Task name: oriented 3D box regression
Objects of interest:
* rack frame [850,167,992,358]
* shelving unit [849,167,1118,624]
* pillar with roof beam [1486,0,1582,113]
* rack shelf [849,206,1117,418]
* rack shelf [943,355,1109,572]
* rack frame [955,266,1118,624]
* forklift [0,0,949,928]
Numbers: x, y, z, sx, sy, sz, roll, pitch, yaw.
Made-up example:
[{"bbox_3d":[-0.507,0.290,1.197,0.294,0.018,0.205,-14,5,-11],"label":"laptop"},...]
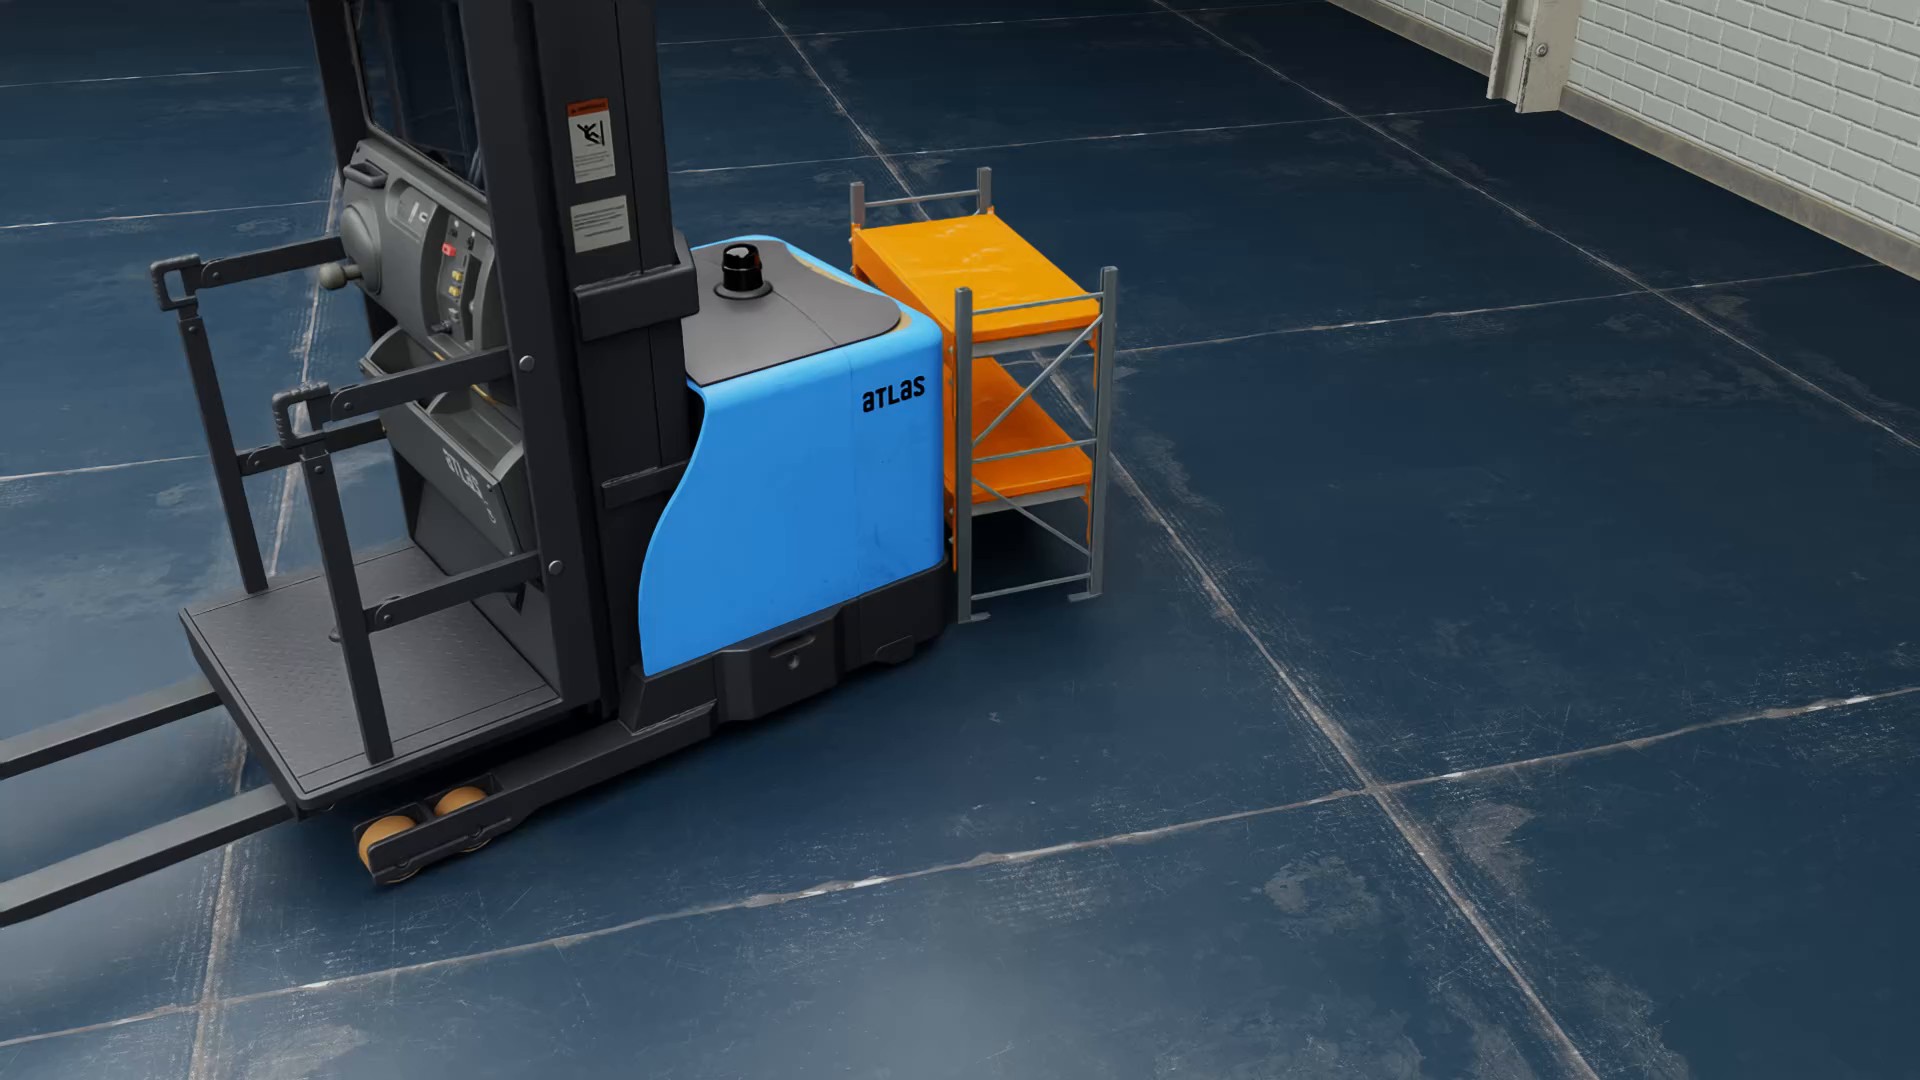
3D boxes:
[{"bbox_3d":[-0.131,-0.746,5.917,0.500,1.125,0.032,-11,32,-18],"label":"rack frame"},{"bbox_3d":[0.047,-0.508,5.504,0.538,1.125,1.048,-11,32,-18],"label":"shelving unit"},{"bbox_3d":[-0.579,-6.090,7.288,9.100,9.000,0.400,-8,31,-13],"label":"pillar with roof beam"},{"bbox_3d":[0.047,-0.761,5.358,0.538,0.278,1.000,-11,32,-18],"label":"rack shelf"},{"bbox_3d":[0.047,-0.296,5.627,0.538,0.278,1.000,-11,32,-18],"label":"rack shelf"},{"bbox_3d":[0.225,-0.269,5.092,0.500,1.125,0.032,-11,32,-18],"label":"rack frame"},{"bbox_3d":[-1.516,-0.697,4.028,3.031,2.935,1.130,-21,36,-31],"label":"forklift"}]
